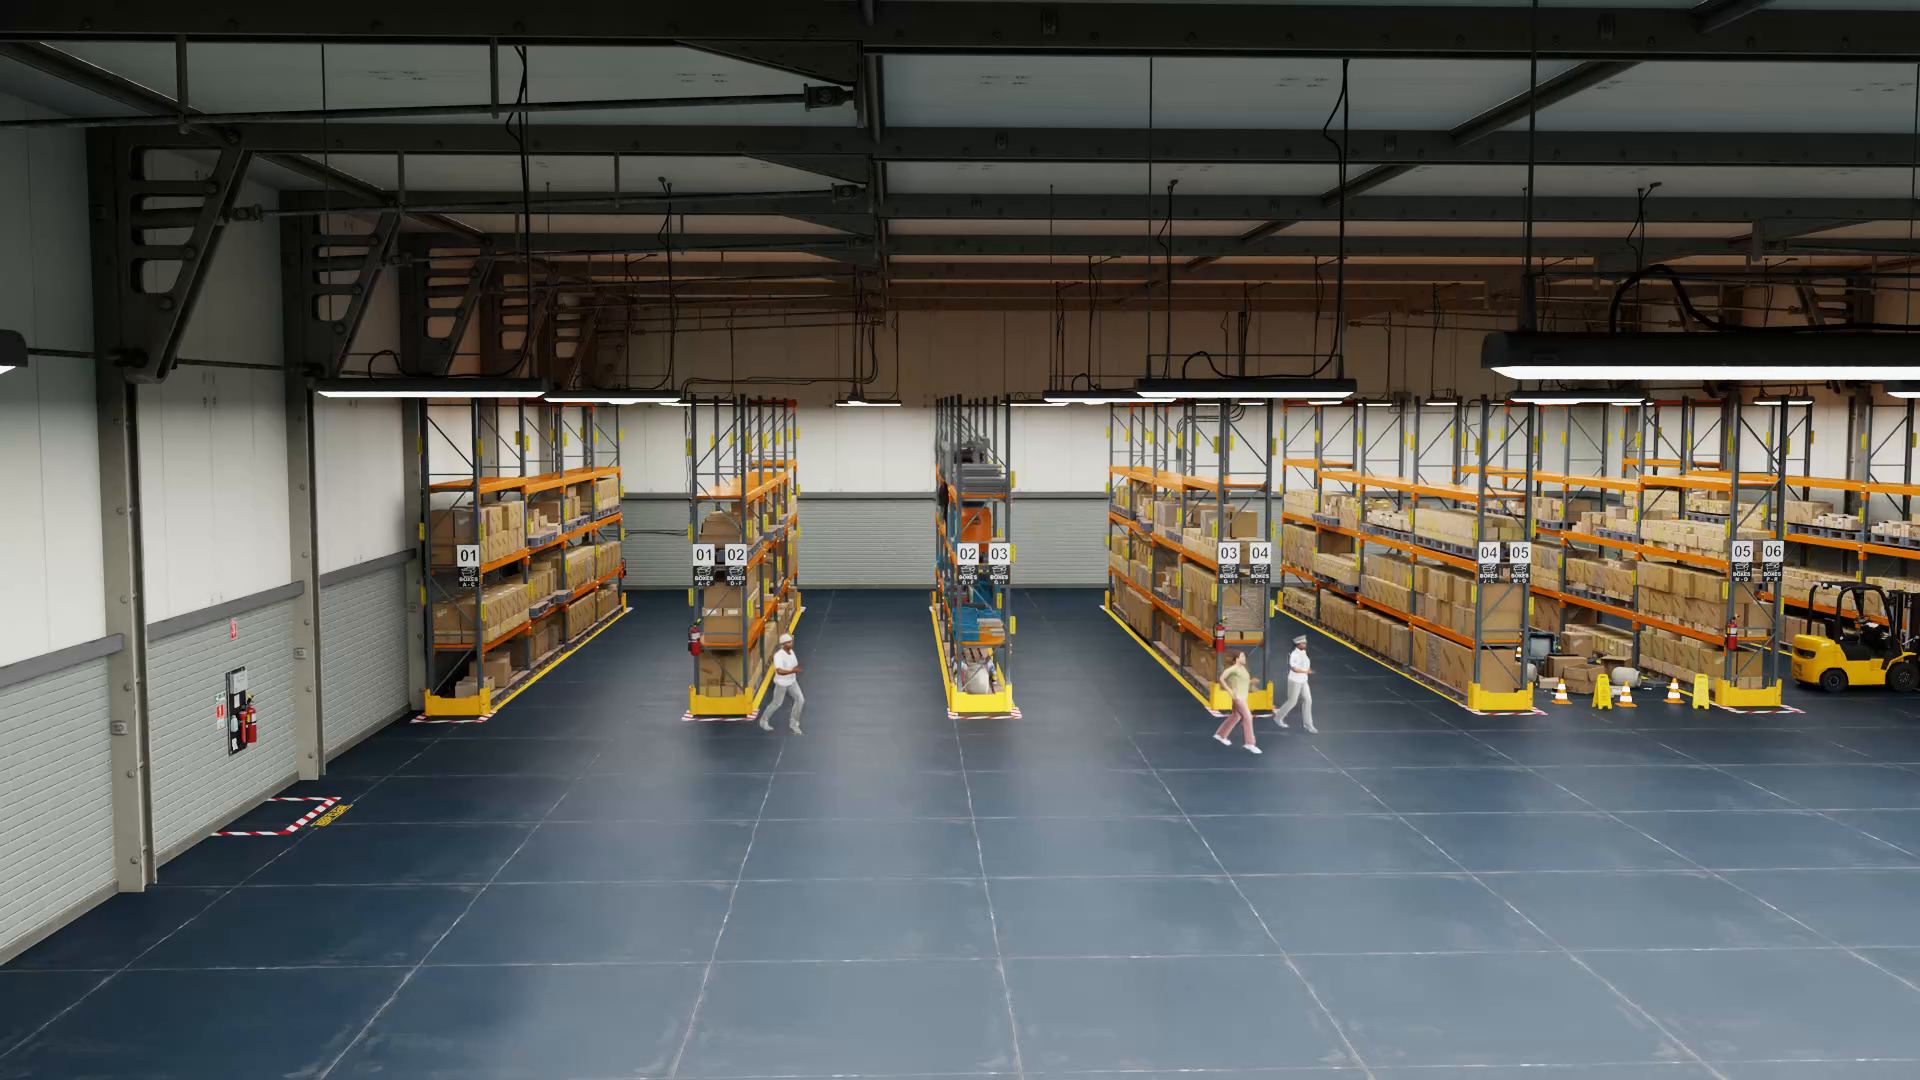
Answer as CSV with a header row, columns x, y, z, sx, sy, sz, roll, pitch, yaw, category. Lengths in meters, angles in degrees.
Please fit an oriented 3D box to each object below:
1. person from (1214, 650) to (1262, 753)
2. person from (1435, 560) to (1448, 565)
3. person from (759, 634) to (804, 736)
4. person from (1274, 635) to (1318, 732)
x,y,z,sx,sy,sz,roll,pitch,yaw,category
4.665,2.680,27.856,0.875,1.701,0.560,2,5,28,person
14.211,0.964,49.367,0.588,1.721,0.720,1,5,15,person
-3.092,2.544,29.255,0.896,1.810,0.708,2,5,28,person
5.997,2.551,29.628,0.784,1.750,0.591,3,6,36,person
